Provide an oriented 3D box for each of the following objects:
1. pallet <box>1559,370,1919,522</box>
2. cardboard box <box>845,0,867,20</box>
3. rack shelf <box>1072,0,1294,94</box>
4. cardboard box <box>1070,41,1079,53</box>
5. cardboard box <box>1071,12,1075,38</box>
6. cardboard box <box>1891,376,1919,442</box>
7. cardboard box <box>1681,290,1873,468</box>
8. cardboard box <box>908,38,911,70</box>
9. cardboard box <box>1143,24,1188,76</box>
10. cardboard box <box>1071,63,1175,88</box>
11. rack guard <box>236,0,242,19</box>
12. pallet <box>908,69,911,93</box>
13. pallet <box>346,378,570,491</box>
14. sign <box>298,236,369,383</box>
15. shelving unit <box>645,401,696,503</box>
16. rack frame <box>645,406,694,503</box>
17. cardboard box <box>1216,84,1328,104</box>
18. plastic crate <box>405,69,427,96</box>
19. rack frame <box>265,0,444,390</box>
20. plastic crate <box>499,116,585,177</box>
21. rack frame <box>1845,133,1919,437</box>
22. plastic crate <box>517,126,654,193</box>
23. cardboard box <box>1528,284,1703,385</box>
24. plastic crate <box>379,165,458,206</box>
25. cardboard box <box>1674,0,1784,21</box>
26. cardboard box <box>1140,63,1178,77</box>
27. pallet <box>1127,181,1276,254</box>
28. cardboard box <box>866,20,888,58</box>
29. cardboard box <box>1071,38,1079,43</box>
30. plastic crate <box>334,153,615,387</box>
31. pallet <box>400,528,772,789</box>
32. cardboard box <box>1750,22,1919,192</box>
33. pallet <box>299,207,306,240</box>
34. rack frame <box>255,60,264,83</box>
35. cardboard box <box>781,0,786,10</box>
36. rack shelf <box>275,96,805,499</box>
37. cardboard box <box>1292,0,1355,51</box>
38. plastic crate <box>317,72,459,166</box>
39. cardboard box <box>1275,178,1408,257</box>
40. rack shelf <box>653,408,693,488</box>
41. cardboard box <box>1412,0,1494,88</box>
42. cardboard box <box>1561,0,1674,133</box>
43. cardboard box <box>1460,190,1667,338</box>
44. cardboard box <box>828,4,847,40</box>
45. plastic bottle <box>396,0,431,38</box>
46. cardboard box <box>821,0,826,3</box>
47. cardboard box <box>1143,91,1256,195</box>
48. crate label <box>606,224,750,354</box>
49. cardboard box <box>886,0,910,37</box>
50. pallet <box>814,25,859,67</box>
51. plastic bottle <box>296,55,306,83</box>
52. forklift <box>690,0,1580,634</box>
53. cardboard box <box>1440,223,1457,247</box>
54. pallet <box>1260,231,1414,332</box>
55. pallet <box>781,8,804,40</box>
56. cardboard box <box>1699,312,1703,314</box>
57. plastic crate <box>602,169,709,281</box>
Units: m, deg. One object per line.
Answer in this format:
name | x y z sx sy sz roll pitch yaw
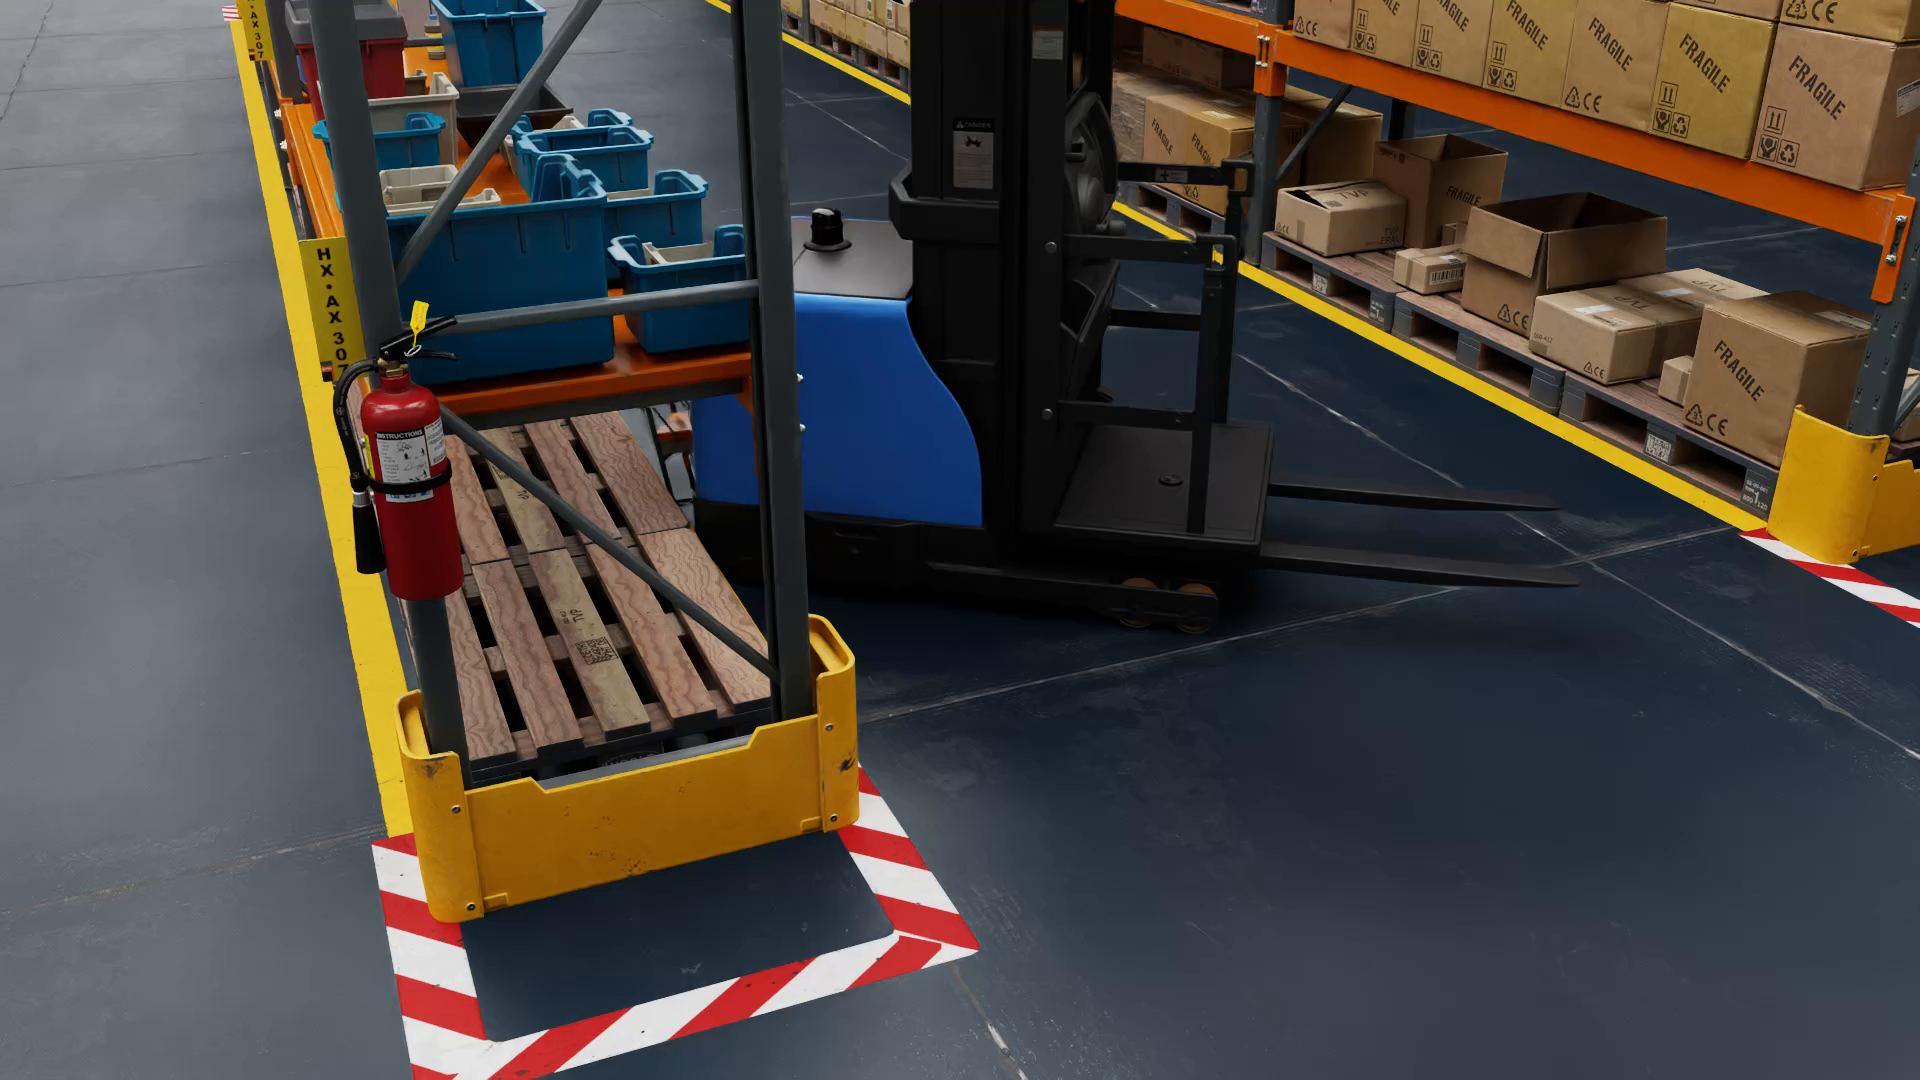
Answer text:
pallet | 3.329 -0.486 7.005 1.003 0.211 1.213 -11 28 -21
cardboard box | -0.700 -4.815 14.709 0.500 0.311 0.500 -12 28 -22
rack shelf | 1.322 -3.486 10.790 1.077 0.370 4.000 -11 28 -21
cardboard box | 0.664 -3.247 11.830 0.500 0.500 0.500 -12 28 -22
cardboard box | 0.604 -4.083 13.210 0.500 0.311 0.500 -10 28 -19
cardboard box | 3.824 -0.531 6.667 0.380 0.149 0.250 -11 28 -21
cardboard box | 3.232 -0.638 6.486 0.500 0.500 0.500 -11 28 -21
cardboard box | -0.097 -3.947 13.571 0.500 0.250 0.500 -11 28 -21
cardboard box | 1.552 -3.256 10.993 0.500 0.250 0.500 -11 28 -22
cardboard box | 1.065 -2.834 10.984 0.500 0.500 0.500 -12 28 -22
rack guard | -7.080 -5.850 17.663 1.175 0.500 0.348 -11 28 -21
pallet | 0.252 -3.702 13.592 1.003 0.211 1.213 -11 28 -21
pallet | -2.130 -0.609 7.256 1.003 0.211 1.213 -11 28 -21
sign | -1.387 -0.509 3.688 0.100 0.325 0.005 -11 28 -21
shelving unit | -1.065 -0.614 6.239 0.215 1.050 0.252 -6 24 12
rack frame | -1.083 -0.563 6.129 0.200 1.050 0.008 -6 24 12
cardboard box | 1.921 -2.526 10.353 0.500 0.500 0.500 -10 28 -20
plastic crate | -2.403 -1.848 6.848 0.396 0.136 0.243 -11 28 -21
rack frame | -2.454 -2.152 7.239 1.000 3.000 0.127 -11 28 -21
plastic crate | -1.495 -1.409 5.949 0.293 0.136 0.466 -11 28 -21
rack frame | 3.672 -1.387 5.671 1.000 3.000 0.127 -11 28 -21
plastic crate | -1.197 -1.177 5.363 0.416 0.233 0.300 -11 28 -21
cardboard box | 2.888 -0.915 7.337 0.500 0.250 0.500 -11 28 -21
plastic crate | -1.738 -1.088 5.291 0.298 0.136 0.250 -11 28 -21
cardboard box | 3.046 -2.217 6.119 0.500 0.500 0.500 -10 28 -19
cardboard box | 1.535 -2.934 11.187 0.500 0.500 0.500 -12 28 -23
pallet | 1.752 -2.070 10.250 1.003 0.211 1.213 -11 28 -21
cardboard box | -0.495 -4.358 14.412 0.500 0.250 0.500 -10 28 -20
cardboard box | 1.121 -3.353 12.047 0.500 0.500 0.500 -9 28 -19
plastic crate | -1.190 -0.683 4.121 0.616 0.435 0.499 -11 28 -21
pallet | -1.175 0.376 5.239 1.003 0.211 1.213 -11 28 -21
cardboard box | 3.246 -1.566 5.924 0.500 0.500 0.500 -10 28 -19
pallet | -3.199 -1.711 9.513 1.003 0.211 1.213 -11 28 -21
rack frame | -5.587 -5.382 13.853 1.000 3.000 0.127 -11 28 -21
cardboard box | -1.597 -5.537 16.828 0.500 0.250 0.500 -11 28 -21
rack shelf | -1.671 -1.021 5.743 1.077 0.370 4.000 -11 28 -21
cardboard box | 2.054 -2.794 8.439 0.500 0.500 0.500 -10 28 -19
plastic crate | -2.025 -1.478 5.924 0.437 0.282 0.530 -11 28 -21
cardboard box | 2.071 -1.784 9.049 0.500 0.311 0.500 -11 28 -21
rack shelf | -1.015 -0.353 6.351 0.215 0.259 0.240 -6 24 12
cardboard box | 2.452 -2.385 7.603 0.500 0.500 0.500 -11 28 -21
cardboard box | 2.849 -1.977 6.766 0.500 0.500 0.500 -10 28 -20
cardboard box | 2.846 -1.320 7.878 0.797 0.503 0.637 -11 28 -21
cardboard box | -0.899 -4.772 15.261 0.500 0.250 0.500 -10 28 -19
plastic bottle | -2.787 -2.696 8.495 0.152 0.276 0.135 -11 28 -21
cardboard box | -1.095 -5.227 15.552 0.500 0.311 0.500 -10 28 -20
cardboard box | 1.463 -2.427 10.149 0.500 0.500 0.500 -10 28 -20
crate label | -0.681 -0.645 4.275 0.416 0.233 0.303 -11 28 -21
cardboard box | -0.297 -4.403 13.866 0.500 0.311 0.500 -11 28 -21
pallet | -0.703 -4.687 15.610 1.003 0.211 1.213 -11 28 -21
plastic bottle | -2.906 -2.200 7.478 0.152 0.276 0.135 -11 28 -21
forklift | 0.624 -1.257 5.484 3.031 2.935 1.130 6 27 11
cardboard box | 2.792 -1.596 8.847 0.380 0.149 0.250 -11 28 -21
pallet | 2.373 -1.471 9.022 1.003 0.211 1.213 -11 28 -21
pallet | -1.300 -5.306 16.877 1.003 0.211 1.213 -11 28 -21
cardboard box | 3.524 -0.819 7.141 0.500 0.250 0.500 -11 28 -21
plastic crate | -0.939 -0.911 4.819 0.416 0.233 0.300 -11 28 -21
